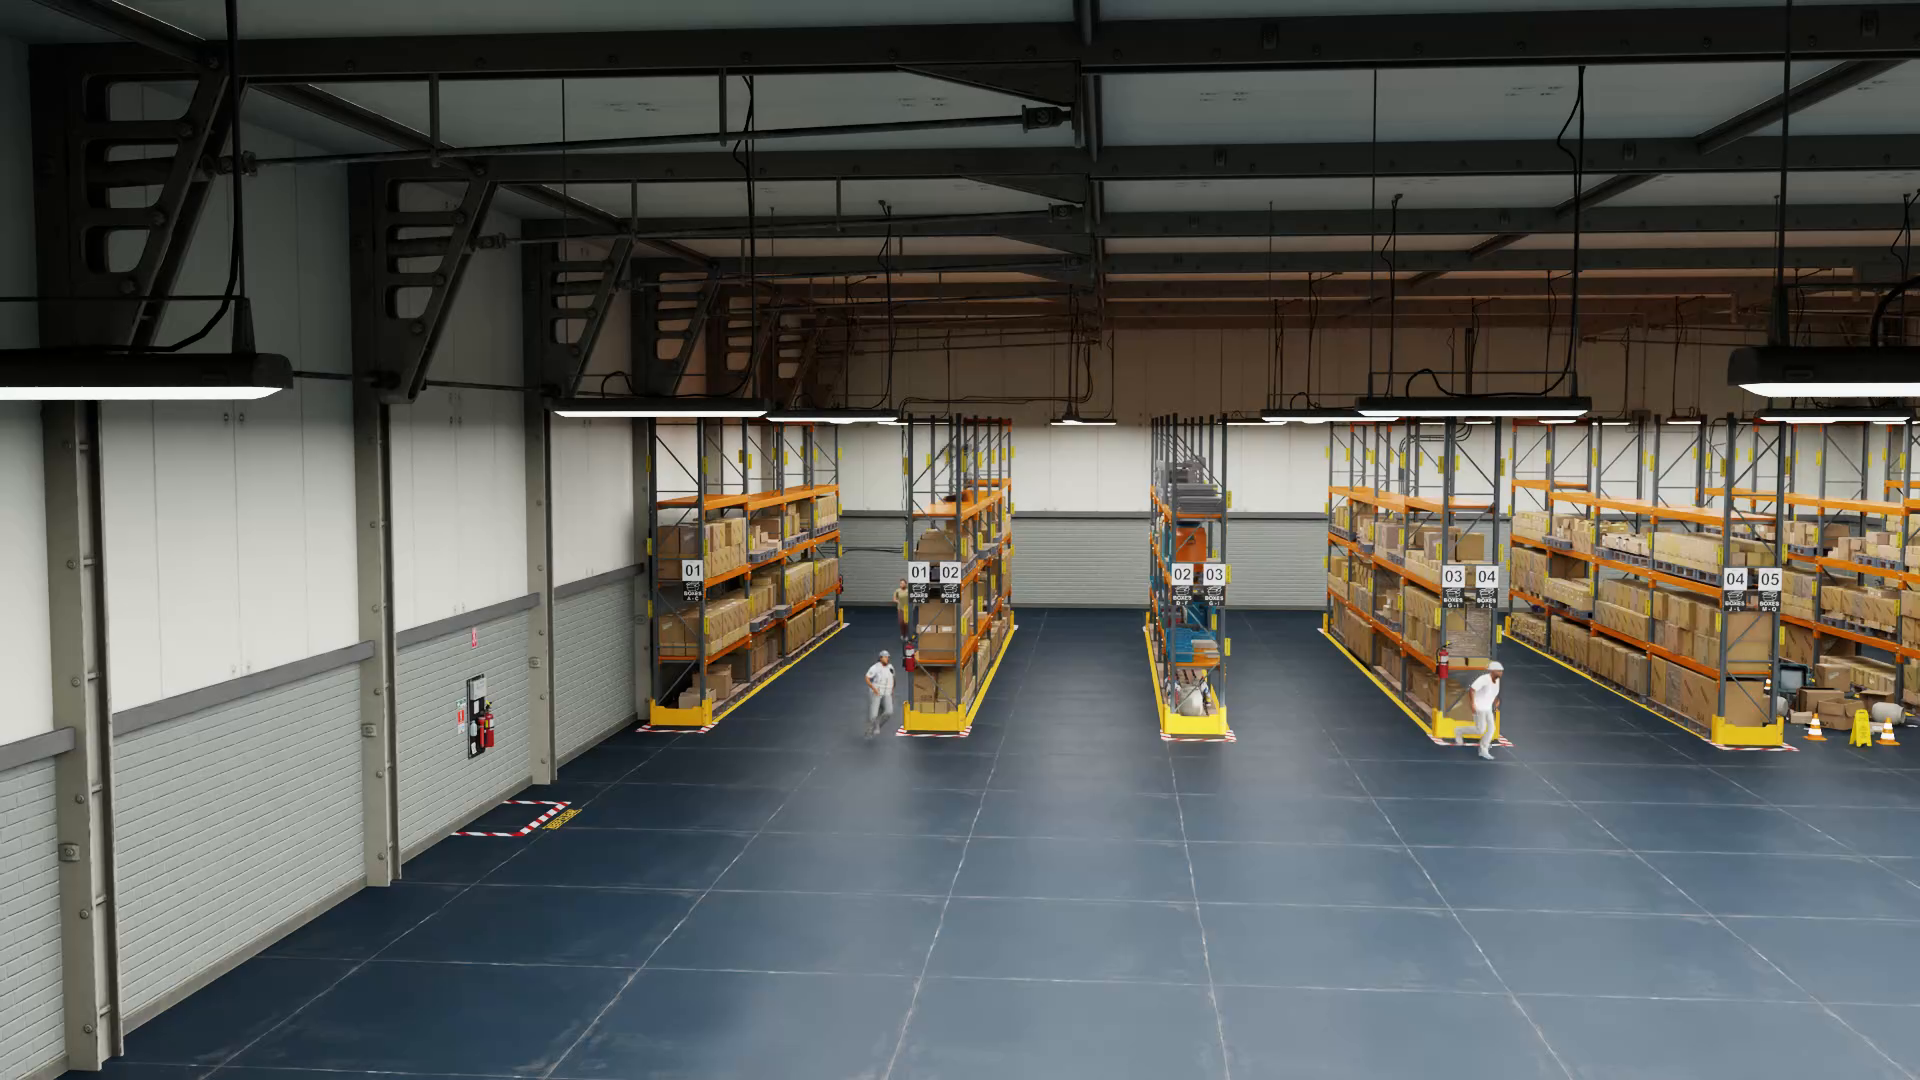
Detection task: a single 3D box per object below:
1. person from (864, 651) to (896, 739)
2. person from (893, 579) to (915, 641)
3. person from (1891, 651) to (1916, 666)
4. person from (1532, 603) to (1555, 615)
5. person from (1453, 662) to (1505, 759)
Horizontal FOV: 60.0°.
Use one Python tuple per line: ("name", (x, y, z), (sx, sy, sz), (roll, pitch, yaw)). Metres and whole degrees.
("person", (-1.428, 2.858, 30.736), (0.666, 1.602, 0.545), (-2, 4, -28))
("person", (-1.505, 1.903, 44.675), (0.595, 1.724, 0.709), (0, 4, 6))
("person", (21.871, 2.275, 38.505), (0.543, 1.697, 0.909), (0, 4, -4))
("person", (16.876, 1.674, 48.143), (0.851, 1.662, 0.596), (-1, 4, -9))
("person", (9.070, 2.946, 29.037), (0.909, 1.700, 0.700), (3, 5, 41))
